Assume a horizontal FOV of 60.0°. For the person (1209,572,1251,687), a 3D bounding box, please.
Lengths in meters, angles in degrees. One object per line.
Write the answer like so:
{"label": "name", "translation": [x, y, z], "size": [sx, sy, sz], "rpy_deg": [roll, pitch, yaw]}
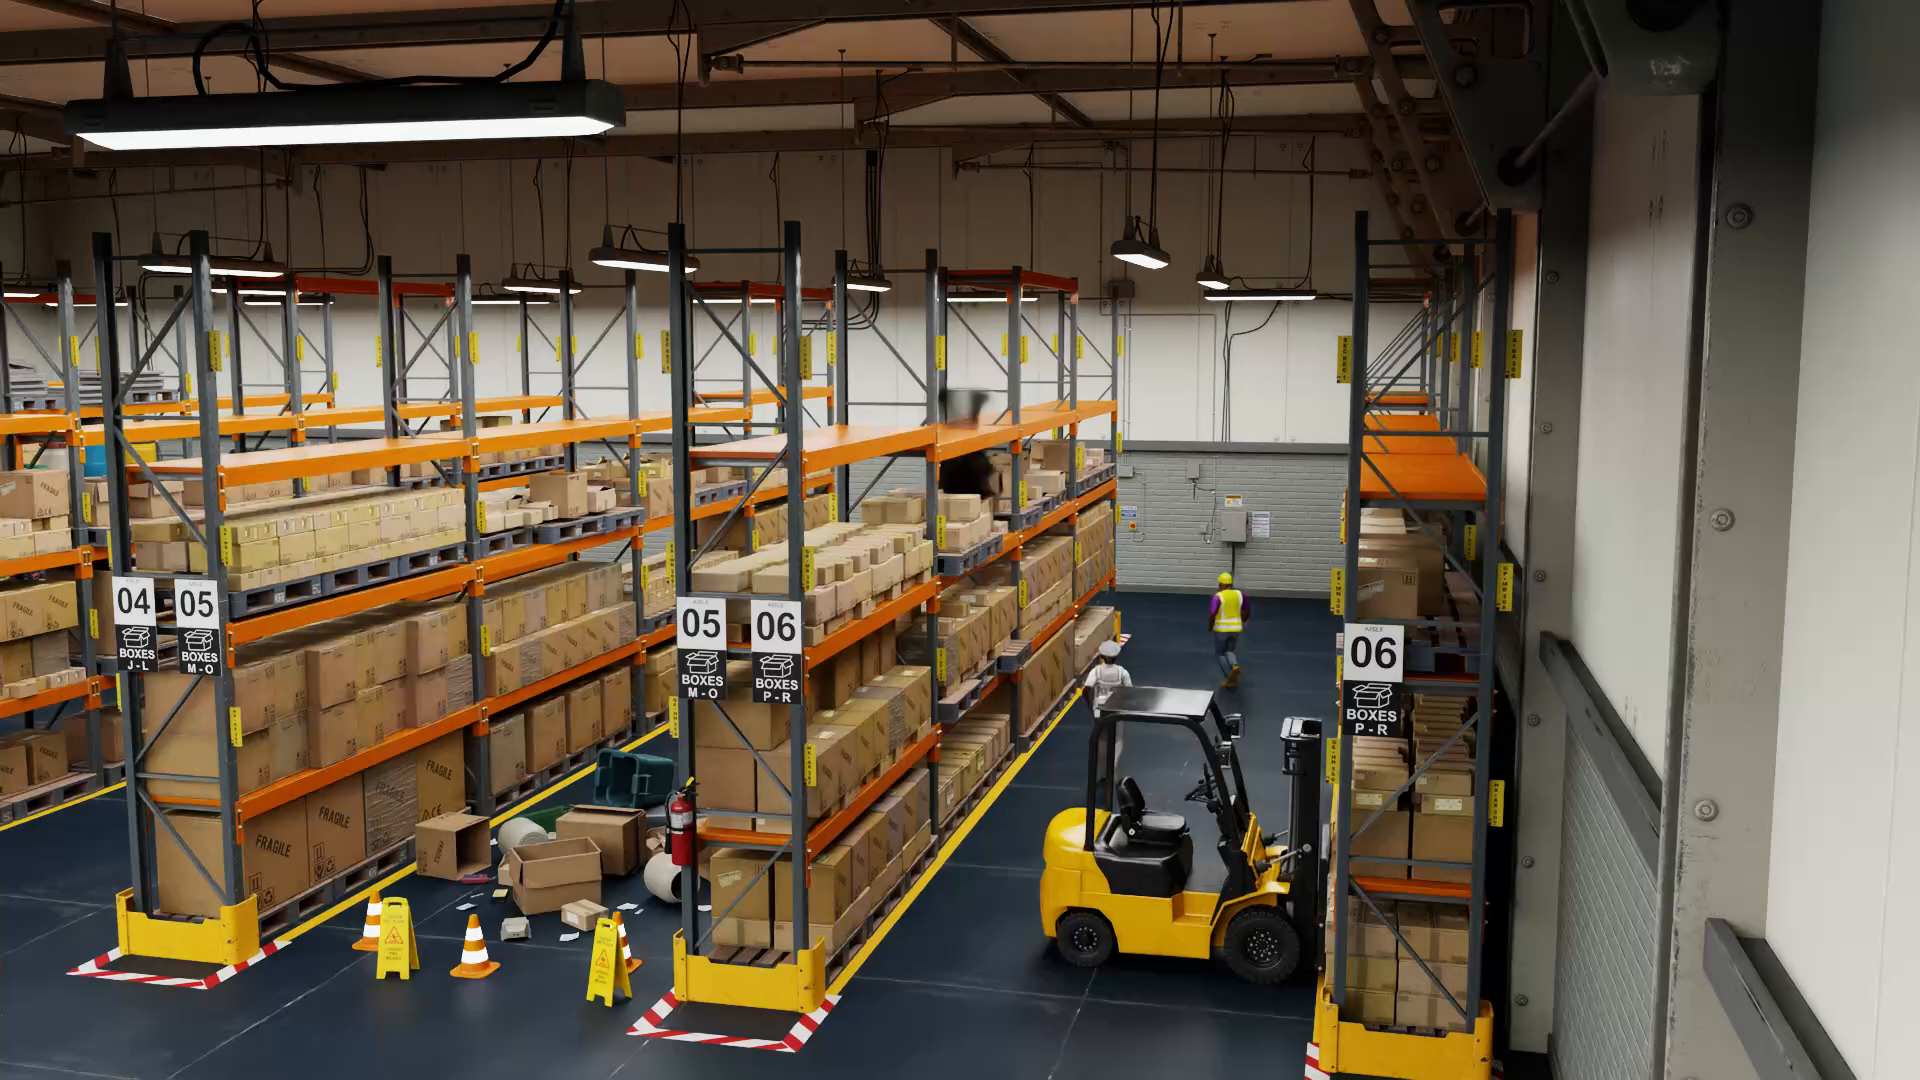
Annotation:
{"label": "person", "translation": [3.984, 1.340, 24.538], "size": [0.697, 1.703, 0.589], "rpy_deg": [-2, 7, -16]}

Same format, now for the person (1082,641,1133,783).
{"label": "person", "translation": [1.717, 1.989, 19.211], "size": [0.581, 1.666, 0.866], "rpy_deg": [1, 7, 11]}
